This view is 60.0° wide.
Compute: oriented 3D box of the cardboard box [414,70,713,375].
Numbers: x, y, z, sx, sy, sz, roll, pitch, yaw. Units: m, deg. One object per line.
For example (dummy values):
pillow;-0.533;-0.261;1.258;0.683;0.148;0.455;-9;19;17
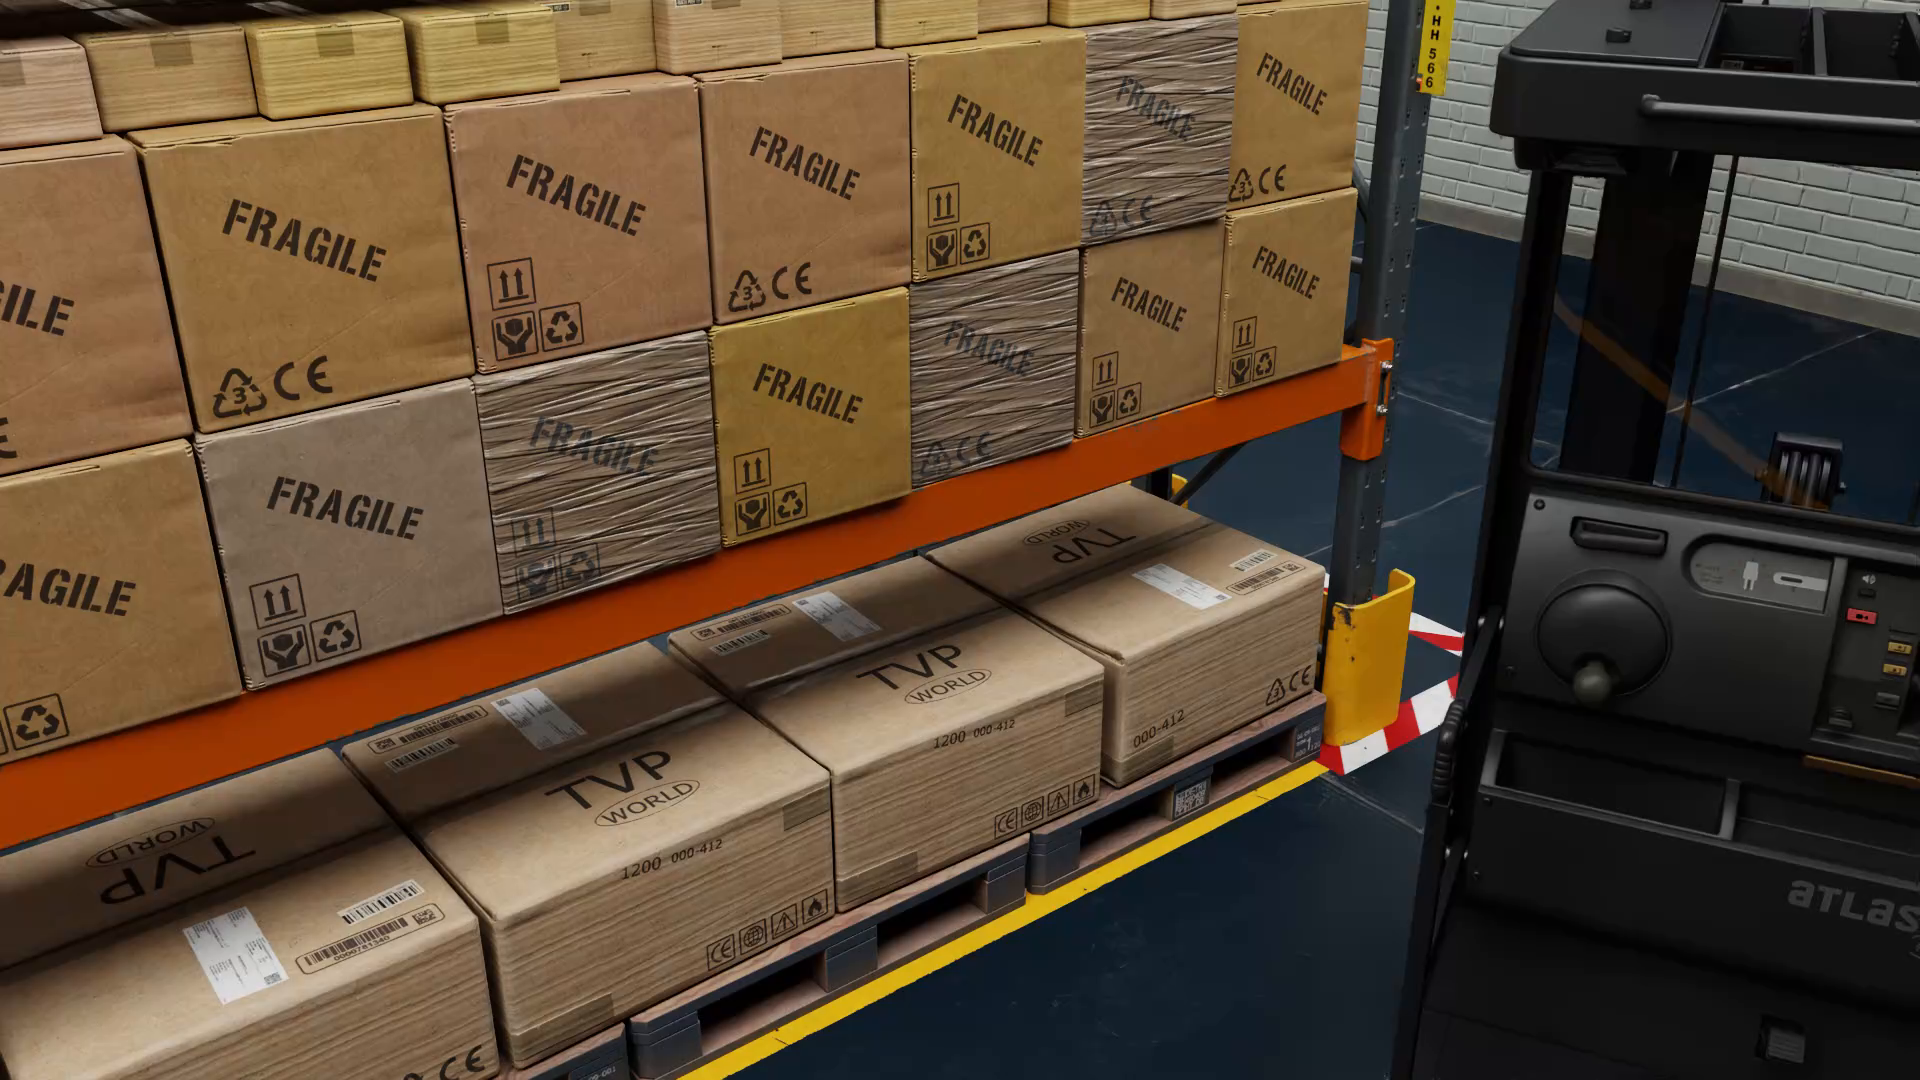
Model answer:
cardboard box;-0.853;-0.682;3.350;0.500;0.500;0.500;-18;30;-33

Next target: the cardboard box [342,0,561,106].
cardboard box;-0.953;-0.927;3.106;0.250;0.149;0.380;-19;31;-35

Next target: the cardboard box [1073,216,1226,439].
cardboard box;0.339;-0.627;4.420;0.500;0.500;0.500;-19;31;-35

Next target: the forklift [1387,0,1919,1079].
forklift;1.405;0.197;2.844;1.130;2.935;3.031;11;27;22

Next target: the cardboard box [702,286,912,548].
cardboard box;-0.459;-0.352;3.827;0.500;0.500;0.500;-17;30;-33

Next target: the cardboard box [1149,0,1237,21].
cardboard box;0.464;-1.385;4.095;0.250;0.149;0.380;-19;31;-35

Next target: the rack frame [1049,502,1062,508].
rack frame;0.283;-0.774;6.635;0.023;1.500;0.400;-18;31;-34

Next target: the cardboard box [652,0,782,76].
cardboard box;-0.570;-1.060;3.394;0.250;0.149;0.380;-18;30;-34

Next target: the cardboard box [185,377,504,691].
cardboard box;-1.259;-0.091;3.265;0.500;0.500;0.500;-18;30;-34

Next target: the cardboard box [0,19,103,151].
cardboard box;-1.588;-0.742;2.710;0.250;0.149;0.380;-18;30;-33

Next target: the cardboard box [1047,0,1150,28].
cardboard box;0.240;-1.333;3.983;0.250;0.149;0.380;-17;30;-33

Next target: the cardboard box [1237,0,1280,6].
cardboard box;0.615;-1.480;4.299;0.250;0.149;0.380;-18;30;-33

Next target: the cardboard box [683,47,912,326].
cardboard box;-0.455;-0.812;3.631;0.500;0.500;0.500;-19;31;-34

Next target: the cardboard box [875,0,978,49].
cardboard box;-0.170;-1.204;3.705;0.250;0.149;0.380;-17;30;-33

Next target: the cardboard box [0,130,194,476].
cardboard box;-1.664;-0.424;2.793;0.500;0.500;0.500;-18;30;-34

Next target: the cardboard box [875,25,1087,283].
cardboard box;-0.058;-0.942;3.911;0.500;0.500;0.500;-18;31;-34

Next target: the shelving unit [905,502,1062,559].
shelving unit;-0.005;-0.679;6.431;0.755;1.500;0.431;-18;31;-34

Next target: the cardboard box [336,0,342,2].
cardboard box;-1.303;-1.103;3.486;0.250;0.149;0.380;-19;31;-34

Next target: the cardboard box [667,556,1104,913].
cardboard box;-0.214;0.496;4.662;0.875;0.438;0.875;-17;30;-33

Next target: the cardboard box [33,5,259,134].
cardboard box;-1.413;-0.823;2.883;0.250;0.149;0.380;-19;31;-35

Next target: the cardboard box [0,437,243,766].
cardboard box;-1.658;0.038;2.986;0.500;0.500;0.500;-17;30;-32

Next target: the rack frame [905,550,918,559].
rack frame;-0.293;-0.583;6.226;0.023;1.500;0.400;-18;31;-34

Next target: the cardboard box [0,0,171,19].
cardboard box;-1.666;-0.954;3.165;0.250;0.149;0.380;-18;31;-34

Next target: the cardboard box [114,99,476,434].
cardboard box;-1.263;-0.553;3.072;0.500;0.500;0.500;-19;31;-35

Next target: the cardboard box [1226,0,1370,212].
cardboard box;0.727;-1.215;4.499;0.500;0.500;0.500;-17;30;-32

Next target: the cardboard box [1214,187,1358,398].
cardboard box;0.743;-0.753;4.690;0.500;0.500;0.500;-18;30;-34

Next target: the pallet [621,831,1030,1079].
pallet;-0.581;0.893;4.575;1.213;0.211;1.003;-18;31;-34

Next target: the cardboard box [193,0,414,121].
cardboard box;-1.180;-0.867;2.978;0.250;0.149;0.380;-19;31;-34

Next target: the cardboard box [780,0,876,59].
cardboard box;-0.388;-1.142;3.571;0.250;0.149;0.380;-17;30;-32

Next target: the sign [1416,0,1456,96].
sign;1.283;-1.370;4.482;0.005;0.325;0.100;-18;31;-34

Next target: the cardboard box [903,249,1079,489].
cardboard box;-0.060;-0.491;4.125;0.500;0.500;0.500;-17;30;-33

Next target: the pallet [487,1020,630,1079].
pallet;-1.542;1.212;3.888;1.213;0.211;1.003;-18;31;-34

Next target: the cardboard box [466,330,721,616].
cardboard box;-0.864;-0.218;3.539;0.500;0.500;0.500;-18;30;-34

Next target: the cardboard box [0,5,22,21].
cardboard box;-1.868;-0.893;3.033;0.250;0.149;0.380;-17;30;-33

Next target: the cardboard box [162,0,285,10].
cardboard box;-1.478;-1.026;3.320;0.250;0.149;0.380;-19;31;-34

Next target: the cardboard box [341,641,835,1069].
cardboard box;-0.924;0.730;4.159;0.875;0.438;0.875;-19;31;-35

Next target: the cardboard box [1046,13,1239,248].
cardboard box;0.333;-1.070;4.185;0.500;0.500;0.500;-18;30;-34

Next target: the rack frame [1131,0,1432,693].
rack frame;0.959;-0.920;5.170;0.127;3.000;1.000;-18;31;-34

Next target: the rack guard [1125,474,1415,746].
rack guard;0.978;0.207;5.710;0.348;0.500;1.175;-18;31;-34

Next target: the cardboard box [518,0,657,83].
cardboard box;-0.806;-1.019;3.305;0.250;0.149;0.380;-18;31;-34

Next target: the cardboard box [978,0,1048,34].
cardboard box;-0.009;-1.289;3.887;0.250;0.149;0.380;-19;31;-34

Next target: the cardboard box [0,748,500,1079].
cardboard box;-1.628;0.963;3.657;0.875;0.438;0.875;-19;31;-35

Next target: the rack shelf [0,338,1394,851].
rack shelf;-0.615;-0.075;4.202;4.000;0.370;1.077;-18;31;-34

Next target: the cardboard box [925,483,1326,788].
cardboard box;0.501;0.256;5.180;0.875;0.438;0.875;-19;31;-36

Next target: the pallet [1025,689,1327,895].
pallet;0.378;0.578;5.254;1.213;0.211;1.003;-18;31;-34
